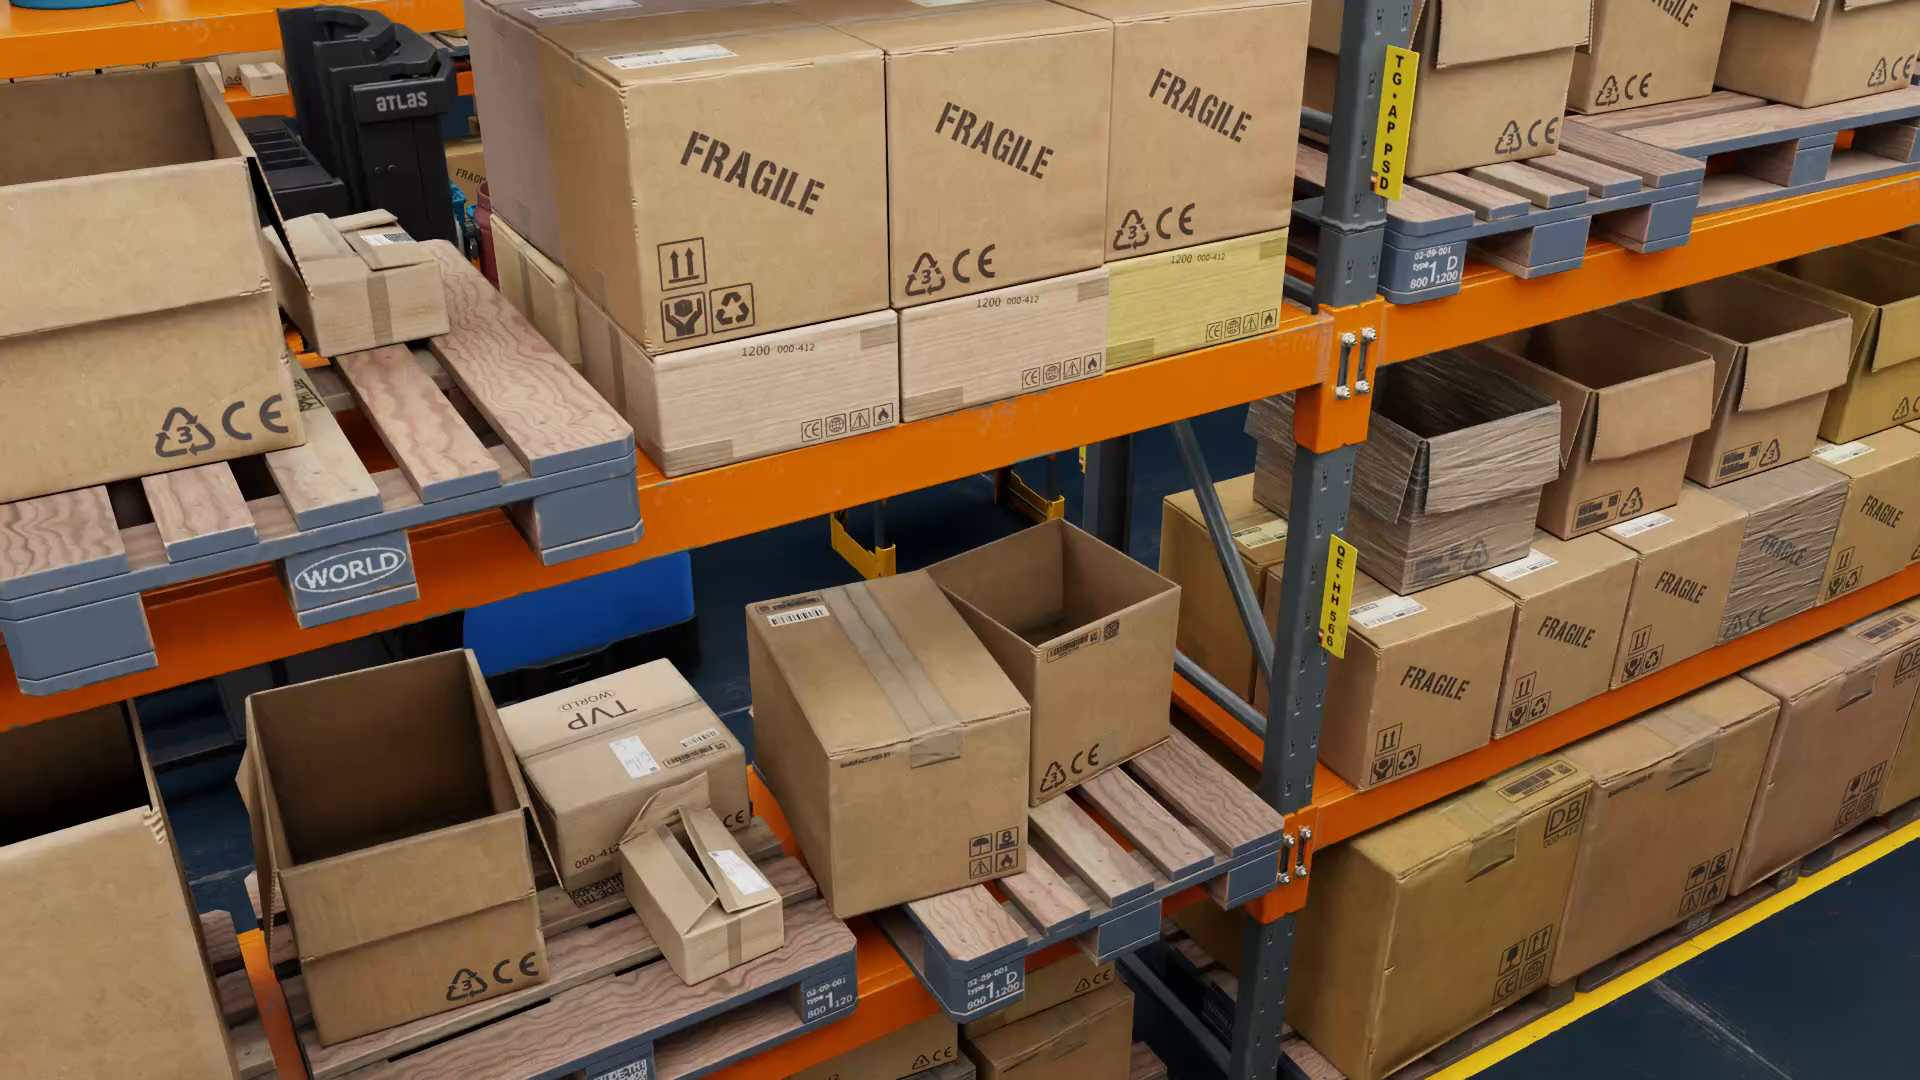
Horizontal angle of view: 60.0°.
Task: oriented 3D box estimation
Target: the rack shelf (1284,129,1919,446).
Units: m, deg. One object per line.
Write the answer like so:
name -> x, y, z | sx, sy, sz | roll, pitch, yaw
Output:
rack shelf -> 2.406, -1.093, 5.266 | 4.000, 0.370, 1.077 | -16, 33, -26

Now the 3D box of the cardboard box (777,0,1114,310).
cardboard box -> -0.039, -0.830, 3.424 | 0.500, 0.500, 0.500 | -16, 33, -26

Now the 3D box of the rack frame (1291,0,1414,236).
rack frame -> 0.682, -2.232, 3.481 | 0.127, 3.000, 1.000 | -16, 33, -26

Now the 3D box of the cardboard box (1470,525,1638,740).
cardboard box -> 1.682, 0.218, 5.147 | 0.500, 0.500, 0.500 | -17, 33, -28

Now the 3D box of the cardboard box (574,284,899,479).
cardboard box -> -0.459, -0.385, 3.395 | 0.500, 0.250, 0.500 | -15, 32, -25

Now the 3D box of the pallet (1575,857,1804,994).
pallet -> 2.450, 1.157, 6.434 | 1.213, 0.211, 1.003 | -16, 33, -26

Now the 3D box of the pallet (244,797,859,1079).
pallet -> -1.004, 0.980, 4.068 | 1.213, 0.211, 1.003 | -16, 33, -26

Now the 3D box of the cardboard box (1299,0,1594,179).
cardboard box -> 1.171, -1.327, 4.404 | 0.637, 0.503, 0.797 | -14, 32, -23

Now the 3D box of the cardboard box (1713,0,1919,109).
cardboard box -> 2.432, -1.657, 5.001 | 0.637, 0.503, 0.797 | -16, 33, -27

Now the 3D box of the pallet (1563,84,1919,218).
pallet -> 2.173, -1.291, 5.075 | 1.213, 0.211, 1.003 | -14, 32, -24

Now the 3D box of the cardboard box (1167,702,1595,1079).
cardboard box -> 1.287, 0.981, 5.633 | 0.875, 0.875, 1.225 | -17, 33, -29

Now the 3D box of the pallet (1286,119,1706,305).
pallet -> 1.210, -1.016, 4.577 | 1.003, 0.211, 1.213 | -14, 32, -24

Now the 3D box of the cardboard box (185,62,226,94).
cardboard box -> -5.405, -3.287, 11.862 | 0.250, 0.149, 0.380 | -13, 32, -23

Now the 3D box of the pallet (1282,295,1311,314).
pallet -> 2.236, -1.623, 11.472 | 1.213, 0.211, 1.003 | -16, 33, -26

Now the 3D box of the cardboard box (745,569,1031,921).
cardboard box -> -0.194, 0.494, 4.212 | 0.500, 0.500, 0.700 | -11, 31, -19

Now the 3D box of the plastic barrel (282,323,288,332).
plastic barrel -> -3.335, -1.177, 7.638 | 0.433, 0.535, 0.433 | 0, 29, 0

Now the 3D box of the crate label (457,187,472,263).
crate label -> -2.821, -1.554, 8.424 | 0.616, 0.435, 0.502 | -16, 33, -26

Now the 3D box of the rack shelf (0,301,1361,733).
rack shelf -> -1.043, -0.114, 3.492 | 4.000, 0.370, 1.077 | -16, 33, -26

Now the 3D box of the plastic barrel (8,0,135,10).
plastic barrel -> -3.820, -2.757, 7.018 | 0.708, 0.901, 0.600 | -16, 33, -26

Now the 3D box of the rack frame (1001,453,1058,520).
rack frame -> 0.365, -0.760, 8.575 | 0.032, 1.500, 0.500 | -16, 33, -26

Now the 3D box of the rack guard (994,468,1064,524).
rack guard -> 0.364, -0.213, 8.877 | 0.087, 0.250, 0.587 | -16, 33, -26

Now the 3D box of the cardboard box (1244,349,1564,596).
cardboard box -> 1.320, -0.260, 4.976 | 0.637, 0.503, 0.797 | -15, 32, -25

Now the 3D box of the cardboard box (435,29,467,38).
cardboard box -> -3.848, -4.162, 12.648 | 0.700, 0.500, 0.500 | 22, 36, 34

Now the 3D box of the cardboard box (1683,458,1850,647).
cardboard box -> 2.554, -0.030, 5.597 | 0.500, 0.500, 0.500 | -16, 33, -26

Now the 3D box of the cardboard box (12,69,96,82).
cardboard box -> -6.226, -3.230, 11.395 | 0.500, 0.500, 0.500 | -16, 33, -26

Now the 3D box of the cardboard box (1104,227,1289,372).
cardboard box -> 0.396, -0.634, 3.846 | 0.500, 0.250, 0.500 | -16, 33, -26

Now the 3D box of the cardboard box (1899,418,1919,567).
cardboard box -> 3.435, -0.282, 6.052 | 0.500, 0.500, 0.500 | -15, 32, -25

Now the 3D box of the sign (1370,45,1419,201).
sign -> 0.955, -0.918, 3.670 | 0.005, 0.325, 0.100 | -16, 33, -26

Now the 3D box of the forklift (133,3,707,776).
forklift -> -2.700, -0.525, 6.668 | 3.031, 2.935, 1.130 | -16, 33, -26

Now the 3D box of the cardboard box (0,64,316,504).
cardboard box -> -1.500, -0.473, 2.857 | 0.637, 0.503, 0.797 | -14, 32, -24

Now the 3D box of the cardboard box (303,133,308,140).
cardboard box -> -4.934, -2.953, 12.826 | 0.500, 0.311, 0.500 | -15, 32, -25

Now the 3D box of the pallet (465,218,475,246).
pallet -> -3.671, -2.679, 13.386 | 1.213, 0.211, 1.003 | -16, 33, -26

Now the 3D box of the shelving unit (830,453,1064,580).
shelving unit -> -0.066, -0.638, 8.354 | 1.083, 1.500, 0.587 | -16, 33, -26

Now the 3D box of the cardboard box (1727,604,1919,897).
cardboard box -> 2.819, 0.546, 6.420 | 0.875, 0.875, 1.225 | -17, 33, -28

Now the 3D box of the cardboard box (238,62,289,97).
cardboard box -> -4.969, -3.288, 11.863 | 0.250, 0.149, 0.380 | -16, 33, -26

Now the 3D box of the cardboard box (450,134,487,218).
cardboard box -> -3.796, -2.824, 12.894 | 0.500, 0.500, 0.500 | -14, 32, -24

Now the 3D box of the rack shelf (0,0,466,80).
rack shelf -> -3.552, -2.177, 7.231 | 4.000, 0.370, 1.077 | -16, 33, -26

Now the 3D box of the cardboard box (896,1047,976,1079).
cardboard box -> -0.358, 1.610, 4.860 | 0.500, 0.500, 0.700 | -19, 34, -30

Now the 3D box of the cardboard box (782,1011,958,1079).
cardboard box -> -0.333, 1.279, 4.684 | 0.500, 0.250, 0.500 | -12, 31, -21

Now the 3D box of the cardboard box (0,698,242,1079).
cardboard box -> -2.011, 0.791, 3.156 | 1.000, 1.000, 1.000 | -16, 33, -26

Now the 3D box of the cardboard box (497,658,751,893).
cardboard box -> -0.880, 0.591, 4.295 | 0.500, 0.250, 0.500 | -17, 33, -28

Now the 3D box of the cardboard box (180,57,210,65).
cardboard box -> -7.441, -4.696, 16.286 | 0.500, 0.500, 0.700 | -15, 32, -26

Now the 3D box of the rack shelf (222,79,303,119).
rack shelf -> -6.058, -2.928, 11.696 | 4.000, 0.370, 1.077 | -16, 33, -26

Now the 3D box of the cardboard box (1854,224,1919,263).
cardboard box -> 3.584, -0.908, 6.148 | 0.637, 0.503, 0.797 | -17, 33, -28

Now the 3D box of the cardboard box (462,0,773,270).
cardboard box -> -0.723, -0.925, 3.596 | 0.500, 0.500, 0.500 | -17, 33, -28

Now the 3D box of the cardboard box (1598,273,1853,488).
cardboard box -> 2.458, -0.586, 5.565 | 0.637, 0.503, 0.797 | -15, 32, -25

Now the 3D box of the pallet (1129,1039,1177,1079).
pallet -> 0.007, 1.806, 5.258 | 1.213, 0.211, 1.003 | -16, 33, -26

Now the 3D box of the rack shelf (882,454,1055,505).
rack shelf -> -0.074, -0.478, 8.437 | 1.000, 0.185, 0.538 | -16, 33, -26
